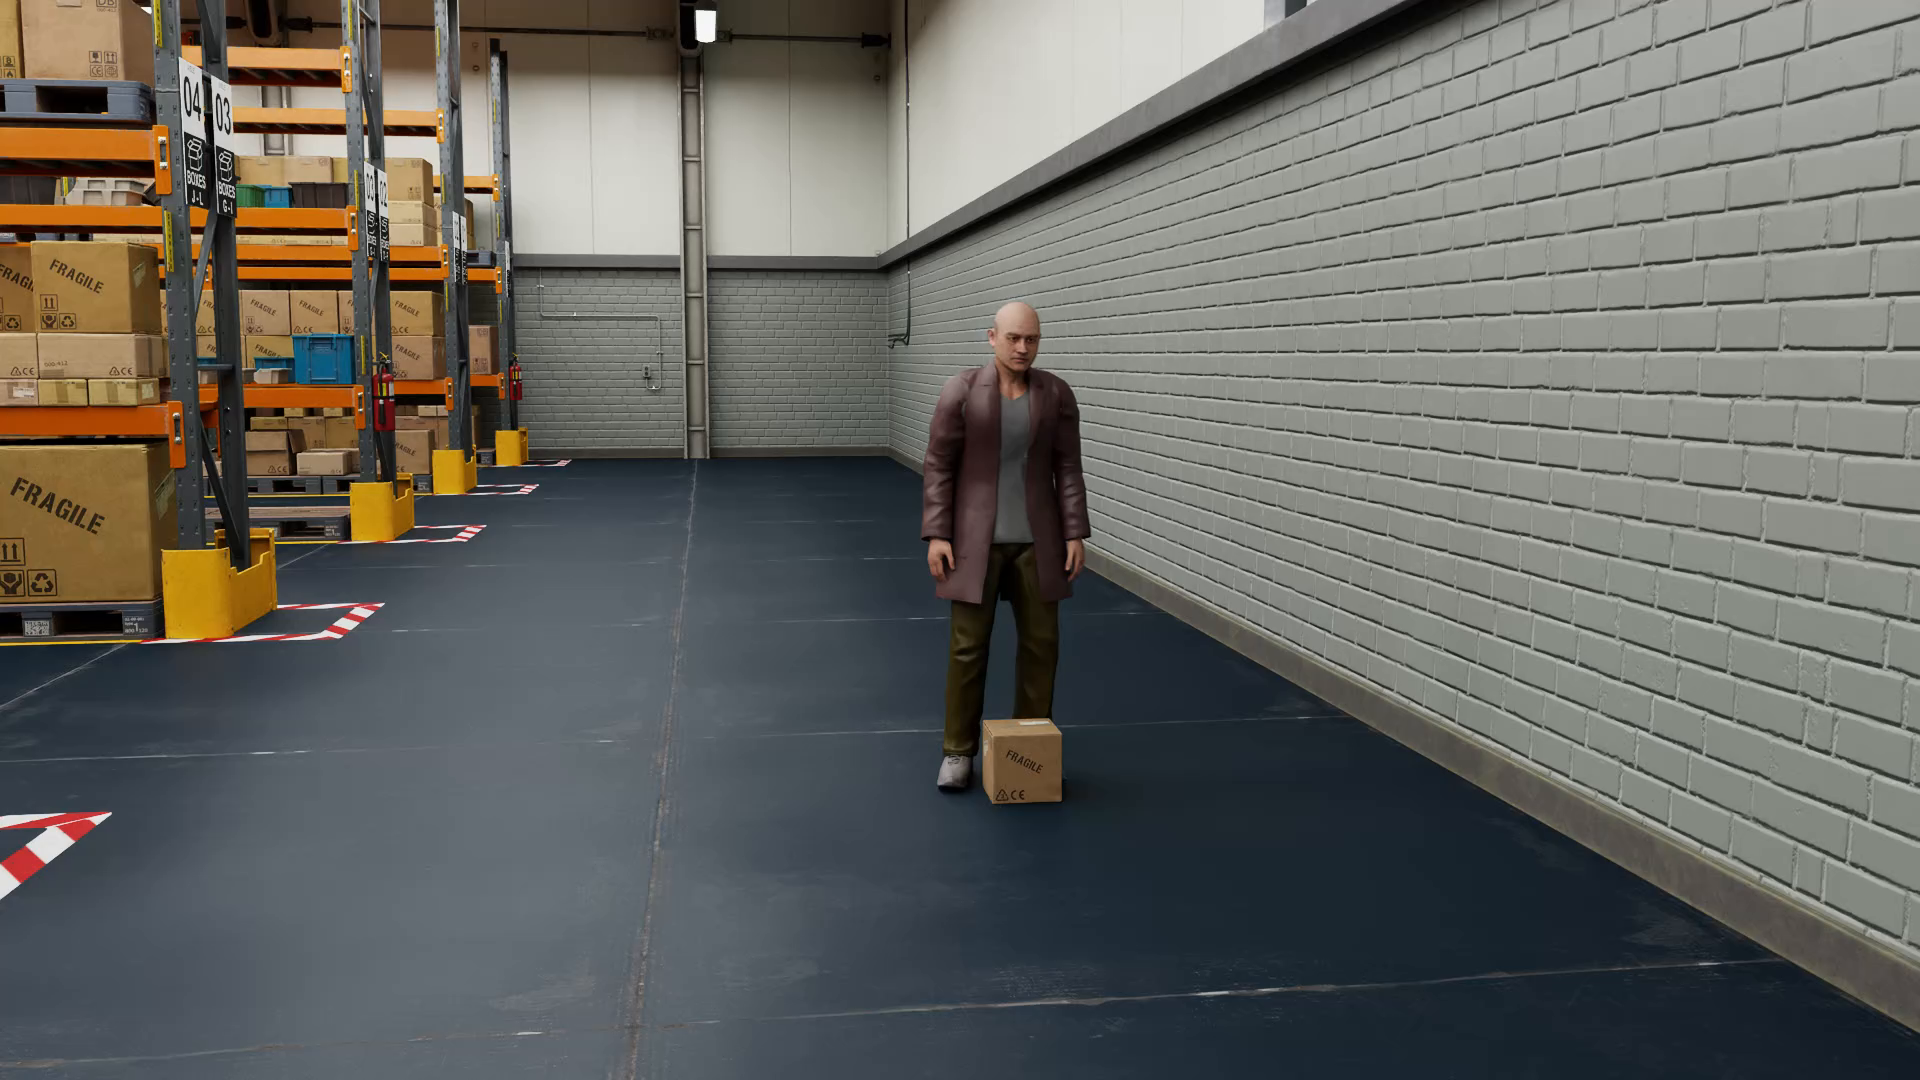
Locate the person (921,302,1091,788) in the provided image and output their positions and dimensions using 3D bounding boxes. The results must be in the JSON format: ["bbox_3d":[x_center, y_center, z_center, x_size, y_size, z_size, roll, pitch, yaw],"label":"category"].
[{"bbox_3d":[0.172,0.012,6.168,0.645,1.773,0.425,-1,6,-11],"label":"person"}]
